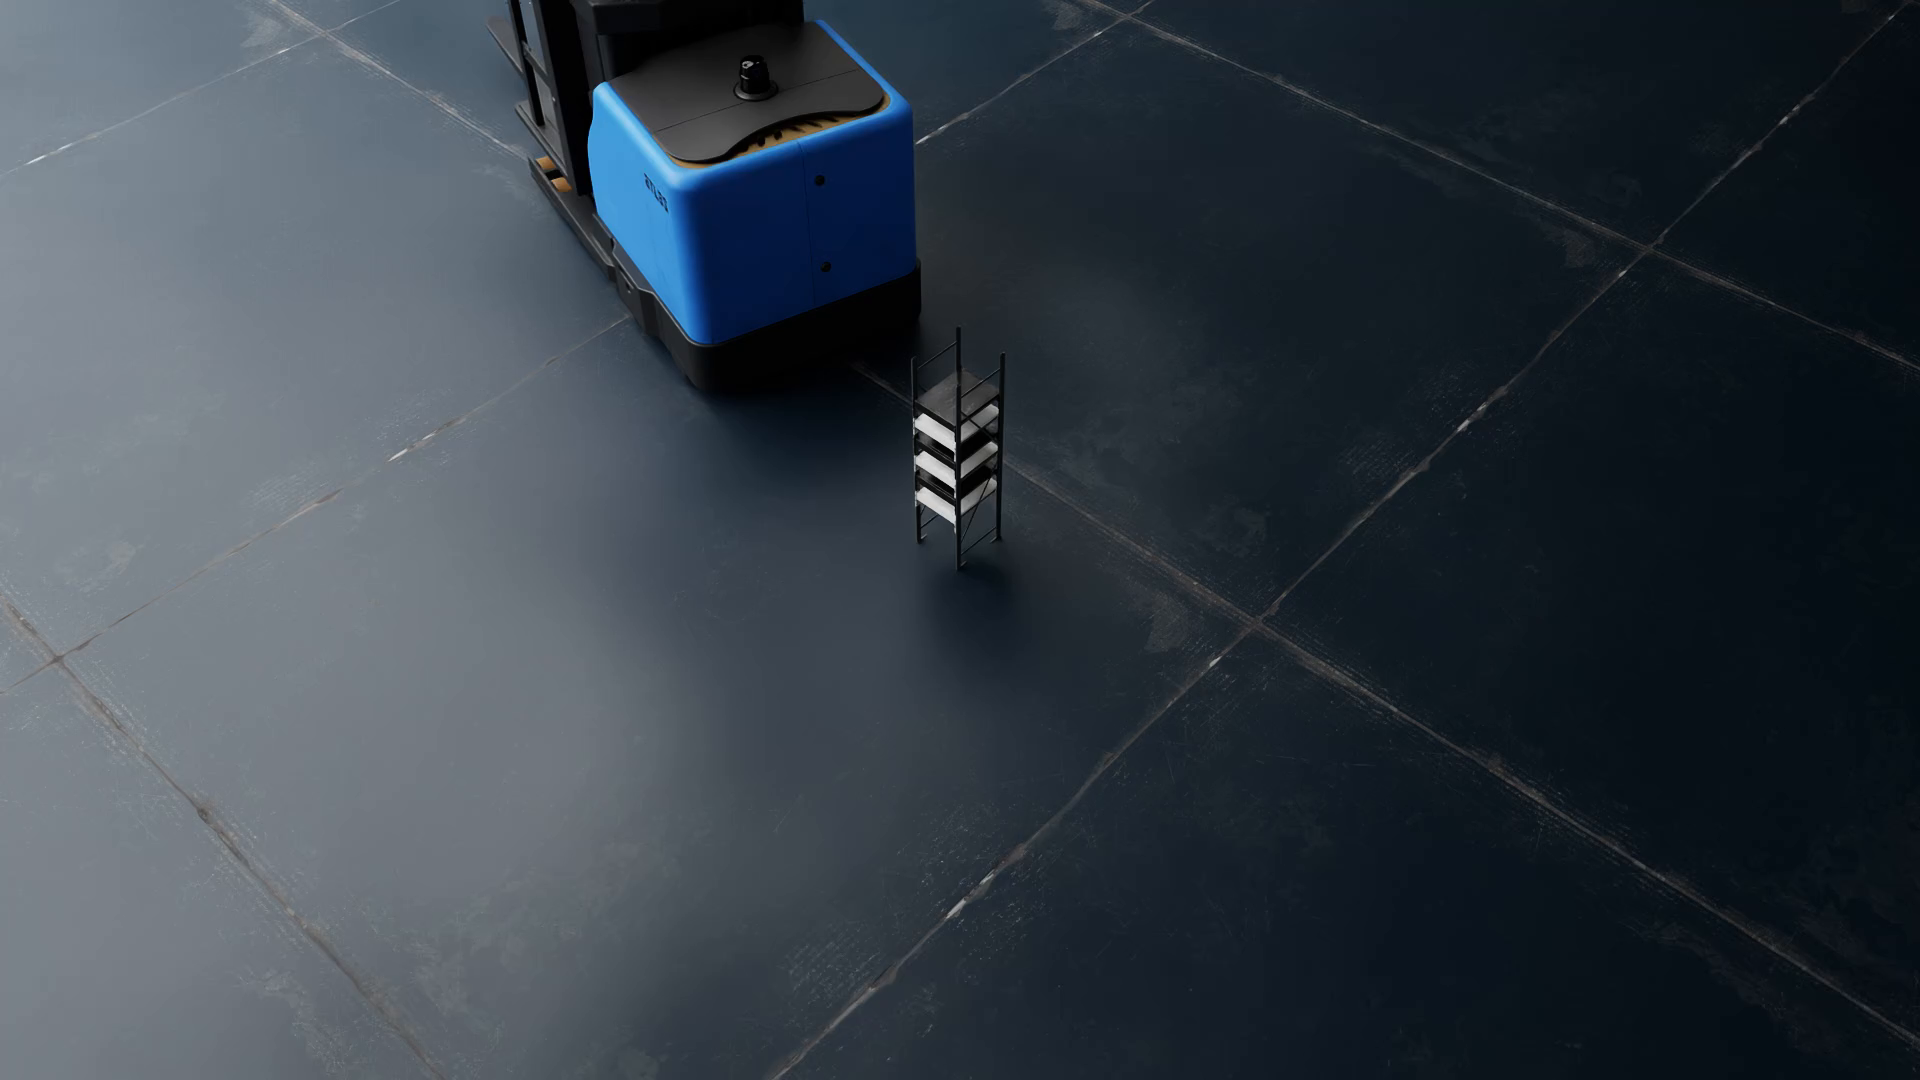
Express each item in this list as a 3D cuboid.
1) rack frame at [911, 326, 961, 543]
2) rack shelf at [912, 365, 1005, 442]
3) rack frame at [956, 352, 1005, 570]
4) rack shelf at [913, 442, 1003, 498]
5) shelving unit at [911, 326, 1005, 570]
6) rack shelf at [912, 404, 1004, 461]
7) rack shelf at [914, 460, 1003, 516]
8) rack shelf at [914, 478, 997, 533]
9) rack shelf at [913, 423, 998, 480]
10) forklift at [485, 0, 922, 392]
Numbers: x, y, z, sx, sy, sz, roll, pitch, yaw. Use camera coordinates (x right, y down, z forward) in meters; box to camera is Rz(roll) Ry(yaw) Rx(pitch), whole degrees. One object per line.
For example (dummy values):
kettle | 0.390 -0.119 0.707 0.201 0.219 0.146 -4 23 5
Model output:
rack frame | -0.081 -0.362 5.973 0.006 0.900 0.240 34 55 28
rack shelf | -0.006 -0.474 5.753 0.200 0.077 0.258 34 55 28
rack frame | 0.069 -0.262 5.879 0.006 0.900 0.240 34 55 28
rack shelf | -0.006 -0.289 5.950 0.200 0.077 0.258 34 55 28
shelving unit | -0.006 -0.312 5.926 0.210 0.900 0.258 34 55 28
rack shelf | -0.006 -0.412 5.819 0.200 0.077 0.258 34 55 28
rack shelf | -0.006 -0.228 6.016 0.200 0.077 0.258 34 55 28
rack shelf | -0.006 -0.166 6.081 0.200 0.077 0.258 34 55 28
rack shelf | -0.006 -0.351 5.884 0.200 0.077 0.258 34 55 28
forklift | -1.346 -2.665 6.742 1.130 2.935 3.031 -23 51 -20
